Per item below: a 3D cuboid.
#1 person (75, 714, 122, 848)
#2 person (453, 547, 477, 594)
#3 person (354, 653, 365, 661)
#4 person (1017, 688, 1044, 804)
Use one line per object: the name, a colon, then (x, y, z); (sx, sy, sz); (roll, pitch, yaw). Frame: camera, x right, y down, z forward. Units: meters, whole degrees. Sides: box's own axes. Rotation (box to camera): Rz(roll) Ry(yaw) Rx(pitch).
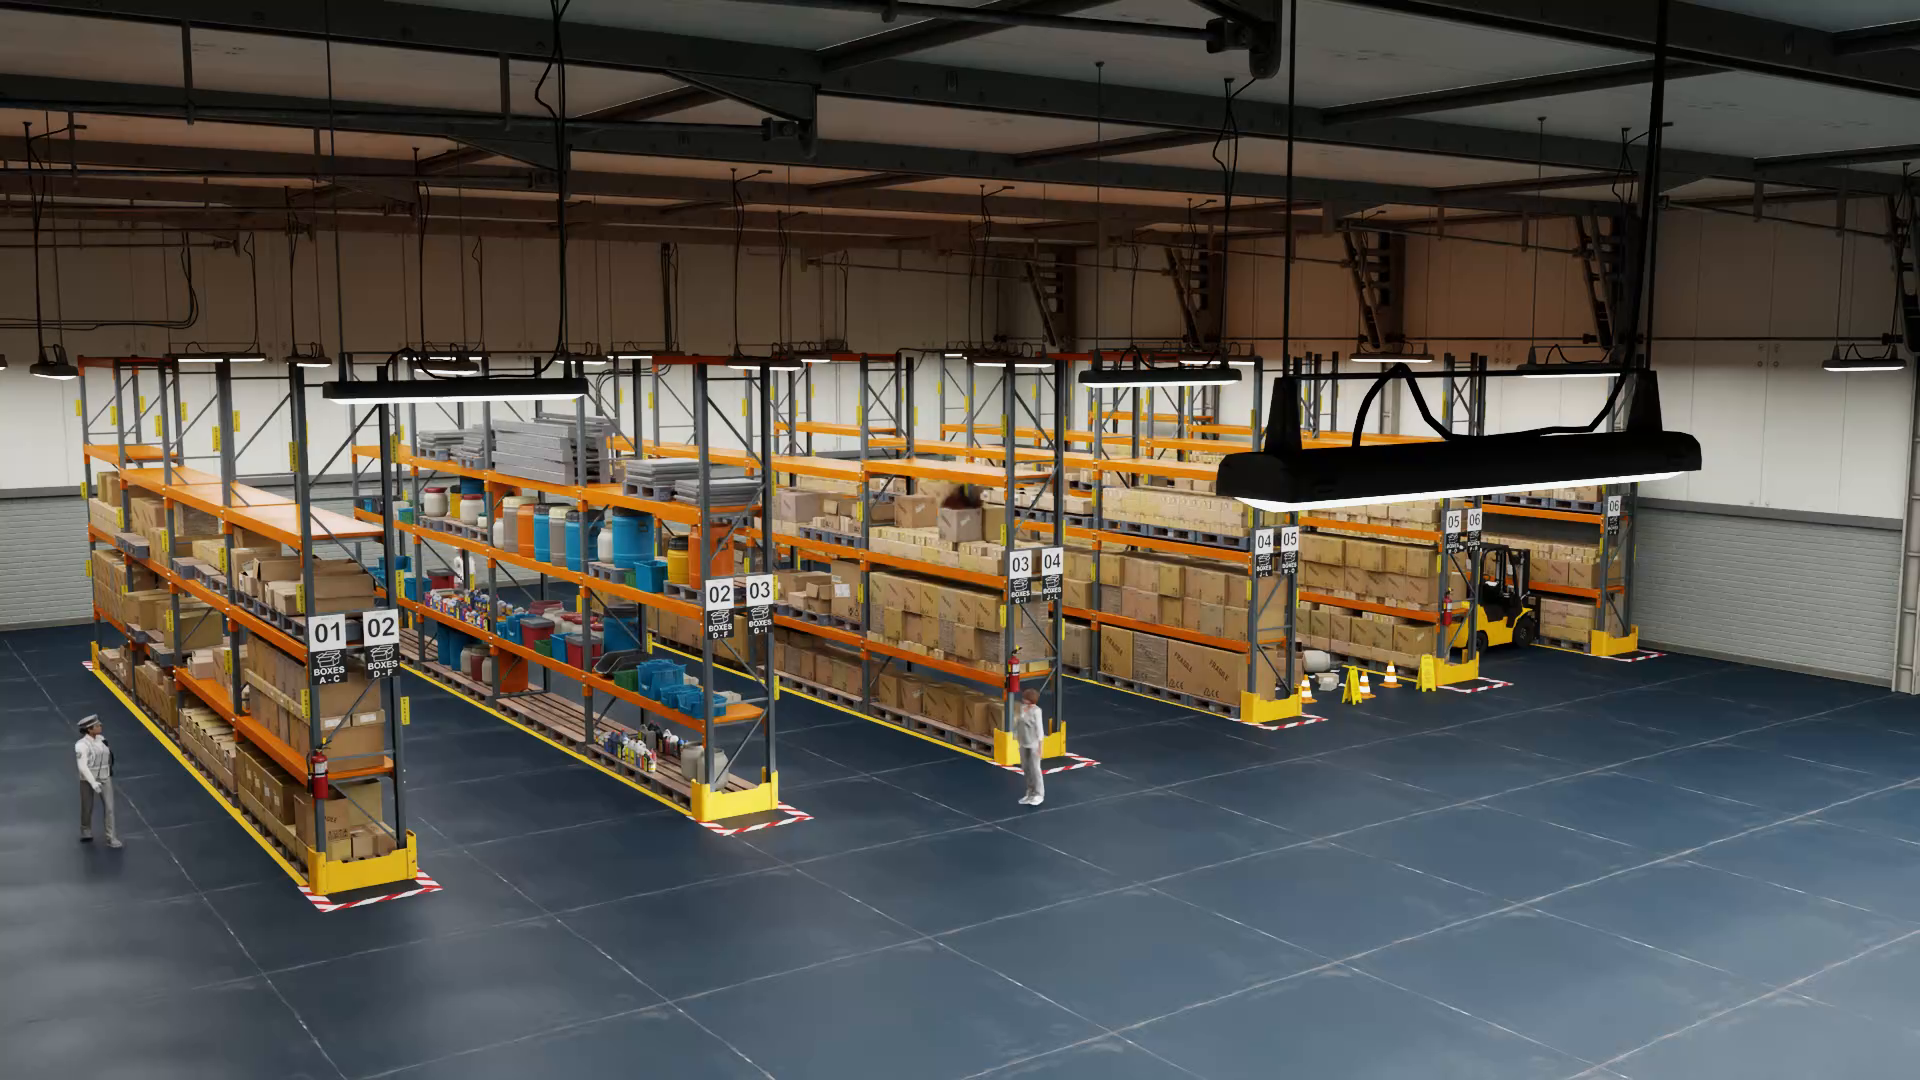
person: (-10.799, 2.991, 20.781); (0.428, 1.639, 0.937); (-6, 9, -42)
person: (-11.087, 0.937, 37.190); (0.464, 1.777, 0.539); (1, 7, 9)
person: (-11.201, 1.734, 31.166); (0.368, 1.708, 0.530); (-5, 8, -34)
person: (0.980, 2.814, 22.599); (0.365, 1.628, 0.516); (-5, 9, -38)
